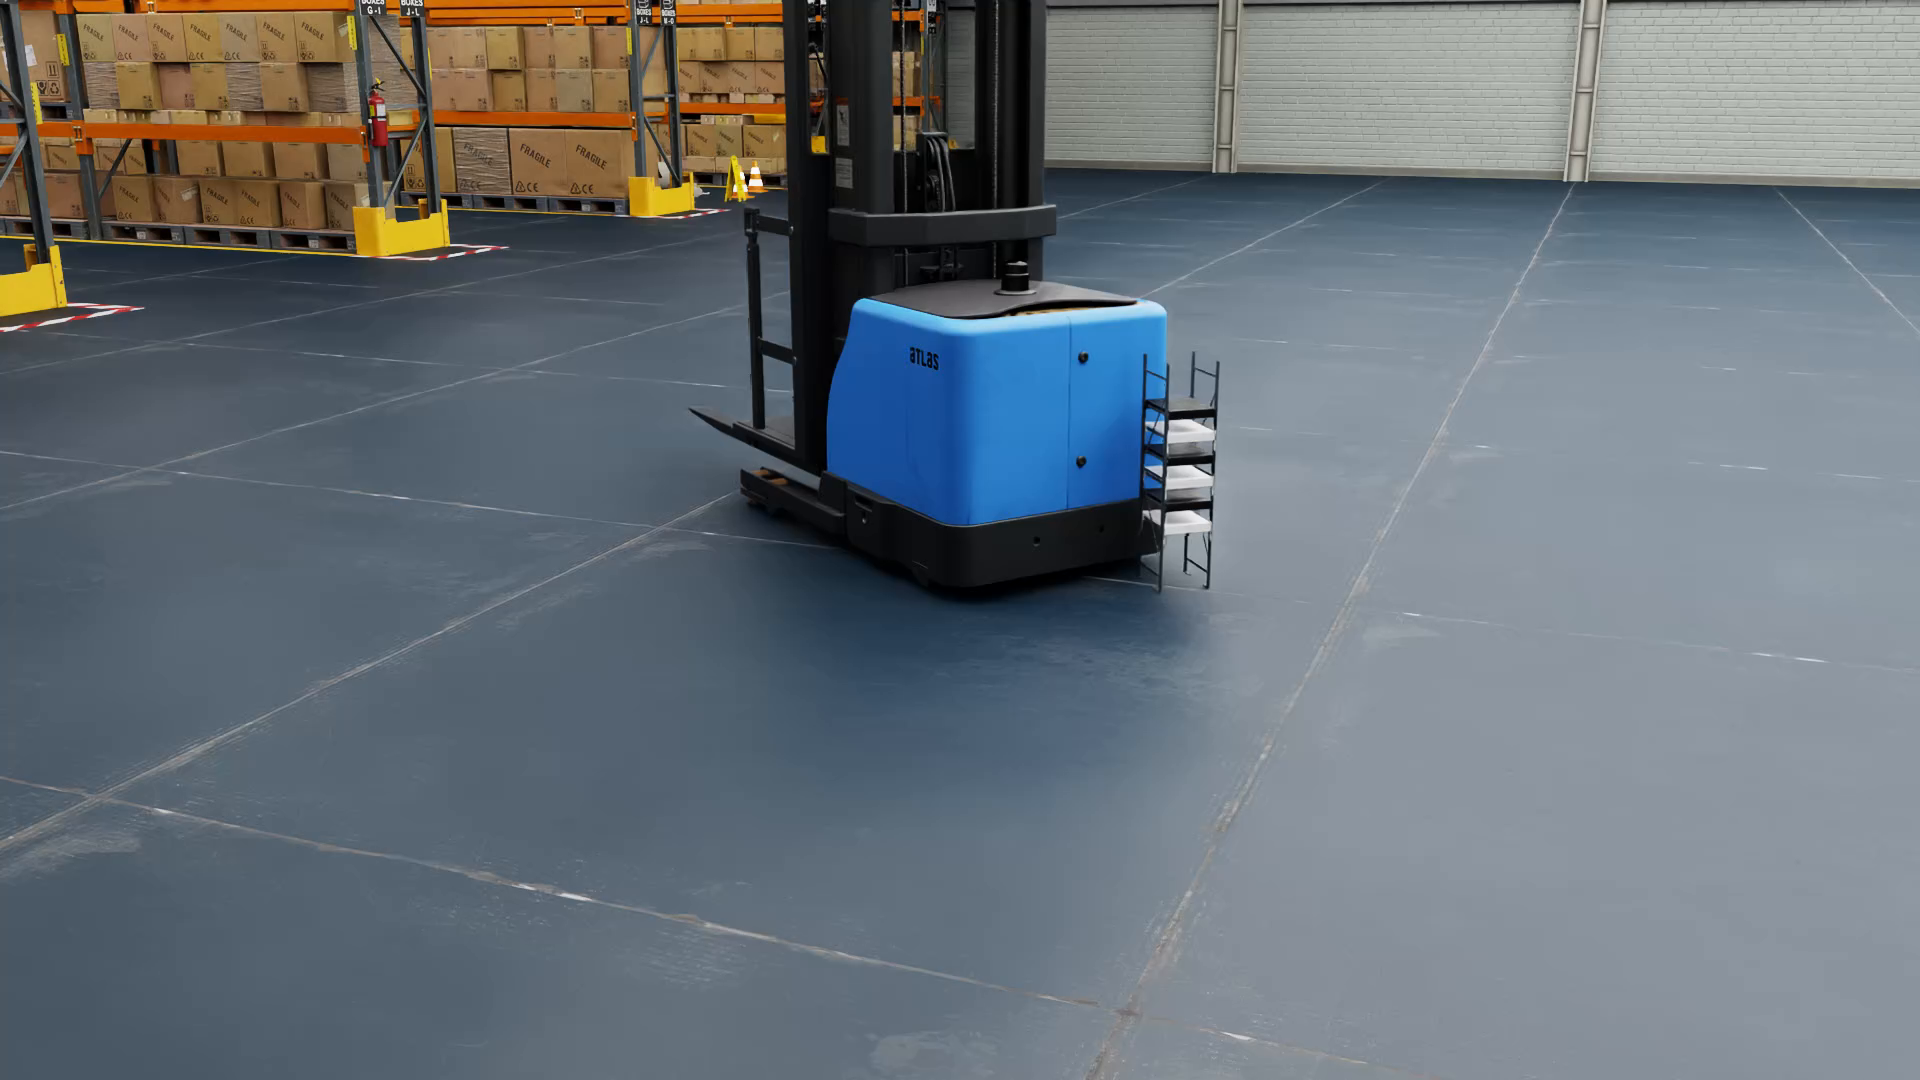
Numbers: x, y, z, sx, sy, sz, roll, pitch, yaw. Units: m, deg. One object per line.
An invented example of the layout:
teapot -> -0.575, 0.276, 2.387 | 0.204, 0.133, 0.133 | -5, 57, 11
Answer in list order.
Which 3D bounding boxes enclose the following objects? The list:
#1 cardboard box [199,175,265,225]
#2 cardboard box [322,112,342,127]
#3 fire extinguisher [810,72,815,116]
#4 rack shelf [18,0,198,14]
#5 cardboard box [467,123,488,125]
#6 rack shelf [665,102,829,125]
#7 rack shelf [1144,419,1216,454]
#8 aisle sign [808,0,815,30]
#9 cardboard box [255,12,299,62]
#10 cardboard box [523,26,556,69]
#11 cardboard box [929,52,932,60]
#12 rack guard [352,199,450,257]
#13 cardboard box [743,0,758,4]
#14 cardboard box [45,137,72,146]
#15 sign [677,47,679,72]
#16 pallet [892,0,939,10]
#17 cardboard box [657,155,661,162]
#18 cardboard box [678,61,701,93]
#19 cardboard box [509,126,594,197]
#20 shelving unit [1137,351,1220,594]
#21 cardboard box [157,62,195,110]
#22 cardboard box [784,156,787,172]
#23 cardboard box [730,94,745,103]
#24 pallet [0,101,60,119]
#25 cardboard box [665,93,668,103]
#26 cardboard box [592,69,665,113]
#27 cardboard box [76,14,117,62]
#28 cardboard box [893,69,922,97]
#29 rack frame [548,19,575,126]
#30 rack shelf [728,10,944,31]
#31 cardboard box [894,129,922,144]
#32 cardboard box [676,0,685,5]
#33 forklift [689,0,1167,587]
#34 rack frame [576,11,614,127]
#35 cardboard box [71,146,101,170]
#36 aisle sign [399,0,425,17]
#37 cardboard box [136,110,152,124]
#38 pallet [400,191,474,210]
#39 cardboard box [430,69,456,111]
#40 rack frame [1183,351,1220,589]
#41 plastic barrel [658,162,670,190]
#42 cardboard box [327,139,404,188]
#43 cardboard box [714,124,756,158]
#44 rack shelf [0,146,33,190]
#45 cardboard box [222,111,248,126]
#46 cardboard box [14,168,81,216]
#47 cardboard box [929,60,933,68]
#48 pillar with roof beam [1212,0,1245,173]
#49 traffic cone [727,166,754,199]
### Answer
cardboard box -> -8.142, -3.819, 18.677 | 0.500, 0.500, 0.500 | 5, 17, 16
cardboard box -> -6.494, -4.440, 17.538 | 0.250, 0.149, 0.380 | 6, 17, 21
fire extinguisher -> -2.347, -6.961, 25.910 | 0.183, 0.674, 0.296 | 6, 17, 21
rack shelf -> -13.309, -7.953, 25.099 | 4.000, 0.370, 1.077 | 6, 17, 21
cardboard box -> -9.820, -8.379, 34.387 | 0.500, 0.500, 0.500 | 6, 17, 19
rack shelf -> -4.145, -6.988, 27.156 | 4.000, 0.370, 1.077 | 6, 17, 21
rack shelf -> 0.844, -0.404, 6.426 | 0.200, 0.077, 0.258 | -5, 17, -16
aisle sign -> -2.333, -8.296, 25.708 | 0.004, 0.787, 0.394 | 6, 17, 21
cardboard box -> -6.990, -5.272, 17.447 | 0.500, 0.500, 0.500 | 6, 17, 21
cardboard box -> -5.354, -6.599, 22.317 | 0.550, 0.550, 0.875 | 6, 17, 21
cardboard box -> -0.700, -9.009, 30.950 | 0.250, 0.149, 0.380 | 6, 17, 20
rack guard -> -5.991, -3.367, 17.873 | 0.348, 0.500, 1.175 | 6, 17, 21
cardboard box -> -3.197, -8.466, 26.026 | 0.250, 0.149, 0.380 | 7, 18, 22
cardboard box -> -13.610, -6.173, 25.442 | 0.500, 0.250, 0.500 | 7, 18, 23
sign -> -3.797, -6.432, 22.255 | 0.005, 0.325, 0.100 | 6, 17, 21
pallet -> -1.115, -9.894, 30.653 | 1.213, 0.211, 1.003 | 6, 17, 21
cardboard box -> -5.055, -6.238, 27.458 | 0.500, 0.250, 0.500 | 7, 18, 24
cardboard box -> -4.283, -7.466, 26.796 | 0.500, 0.500, 0.500 | 6, 17, 21
cardboard box -> -5.481, -5.158, 22.619 | 0.875, 0.875, 0.875 | 6, 17, 20
shelving unit -> 0.844, -0.264, 6.467 | 0.210, 0.900, 0.258 | -5, 17, -16
cardboard box -> -8.291, -5.012, 18.344 | 0.500, 0.500, 0.875 | 6, 17, 21
cardboard box -> -2.933, -6.165, 27.207 | 0.500, 0.250, 0.500 | 6, 17, 20
cardboard box -> -3.468, -7.039, 26.490 | 0.250, 0.149, 0.380 | 7, 17, 22
pallet -> -11.506, -5.094, 19.683 | 1.213, 0.211, 1.003 | 6, 17, 21
cardboard box -> -4.643, -7.169, 26.939 | 0.250, 0.149, 0.380 | 6, 17, 21
cardboard box -> -4.368, -5.933, 21.963 | 0.550, 0.550, 0.875 | 6, 17, 21
cardboard box -> -9.316, -5.527, 18.327 | 0.500, 0.500, 0.500 | 6, 17, 21
cardboard box -> -1.021, -8.447, 30.712 | 0.500, 0.500, 0.500 | 6, 17, 19
rack frame -> -7.908, -9.235, 33.606 | 0.127, 3.000, 1.000 | 6, 17, 21
rack shelf -> -2.327, -9.717, 31.174 | 4.000, 0.370, 1.077 | 6, 17, 21
cardboard box -> -1.034, -7.507, 30.934 | 0.500, 0.250, 0.500 | 6, 17, 20
cardboard box -> -4.369, -8.605, 26.503 | 0.250, 0.149, 0.380 | 6, 17, 21
forklift -> -0.362, -1.584, 7.372 | 1.130, 2.935, 3.031 | -10, 19, -30
rack frame -> -6.005, -7.539, 27.761 | 0.127, 3.000, 1.000 | 6, 17, 21
cardboard box -> -13.136, -5.758, 25.359 | 0.500, 0.500, 0.500 | 5, 17, 18
aisle sign -> -5.753, -5.879, 17.382 | 0.004, 0.787, 0.394 | 6, 17, 21
cardboard box -> -8.845, -4.677, 18.355 | 0.250, 0.149, 0.380 | 6, 17, 21
pallet -> -7.049, -4.807, 23.354 | 1.213, 0.211, 1.003 | 6, 17, 21
cardboard box -> -6.860, -6.231, 22.989 | 0.550, 0.550, 0.875 | 6, 17, 21
rack frame -> 0.941, -0.272, 6.495 | 0.006, 0.900, 0.240 | -5, 17, -16
plastic barrel -> -4.761, -5.711, 26.086 | 0.512, 0.421, 0.421 | -9, 18, -27
cardboard box -> -8.338, -5.406, 23.696 | 0.750, 0.750, 1.050 | 6, 17, 20
cardboard box -> -3.612, -6.438, 26.802 | 0.500, 0.500, 0.500 | 7, 18, 23
rack shelf -> -9.598, -3.134, 13.878 | 4.000, 0.370, 1.077 | 6, 17, 21
cardboard box -> -7.695, -4.540, 17.884 | 0.250, 0.149, 0.380 | 6, 17, 21
cardboard box -> -10.641, -4.101, 19.615 | 0.500, 0.500, 0.700 | 6, 17, 20
cardboard box -> -0.687, -8.879, 31.034 | 0.250, 0.149, 0.380 | 6, 17, 19
pillar with roof beam -> 3.219, -9.873, 25.041 | 0.400, 9.000, 9.100 | 6, 17, 21
traffic cone -> -3.249, -5.298, 24.593 | 0.334, 0.463, 0.336 | 6, 17, 21
